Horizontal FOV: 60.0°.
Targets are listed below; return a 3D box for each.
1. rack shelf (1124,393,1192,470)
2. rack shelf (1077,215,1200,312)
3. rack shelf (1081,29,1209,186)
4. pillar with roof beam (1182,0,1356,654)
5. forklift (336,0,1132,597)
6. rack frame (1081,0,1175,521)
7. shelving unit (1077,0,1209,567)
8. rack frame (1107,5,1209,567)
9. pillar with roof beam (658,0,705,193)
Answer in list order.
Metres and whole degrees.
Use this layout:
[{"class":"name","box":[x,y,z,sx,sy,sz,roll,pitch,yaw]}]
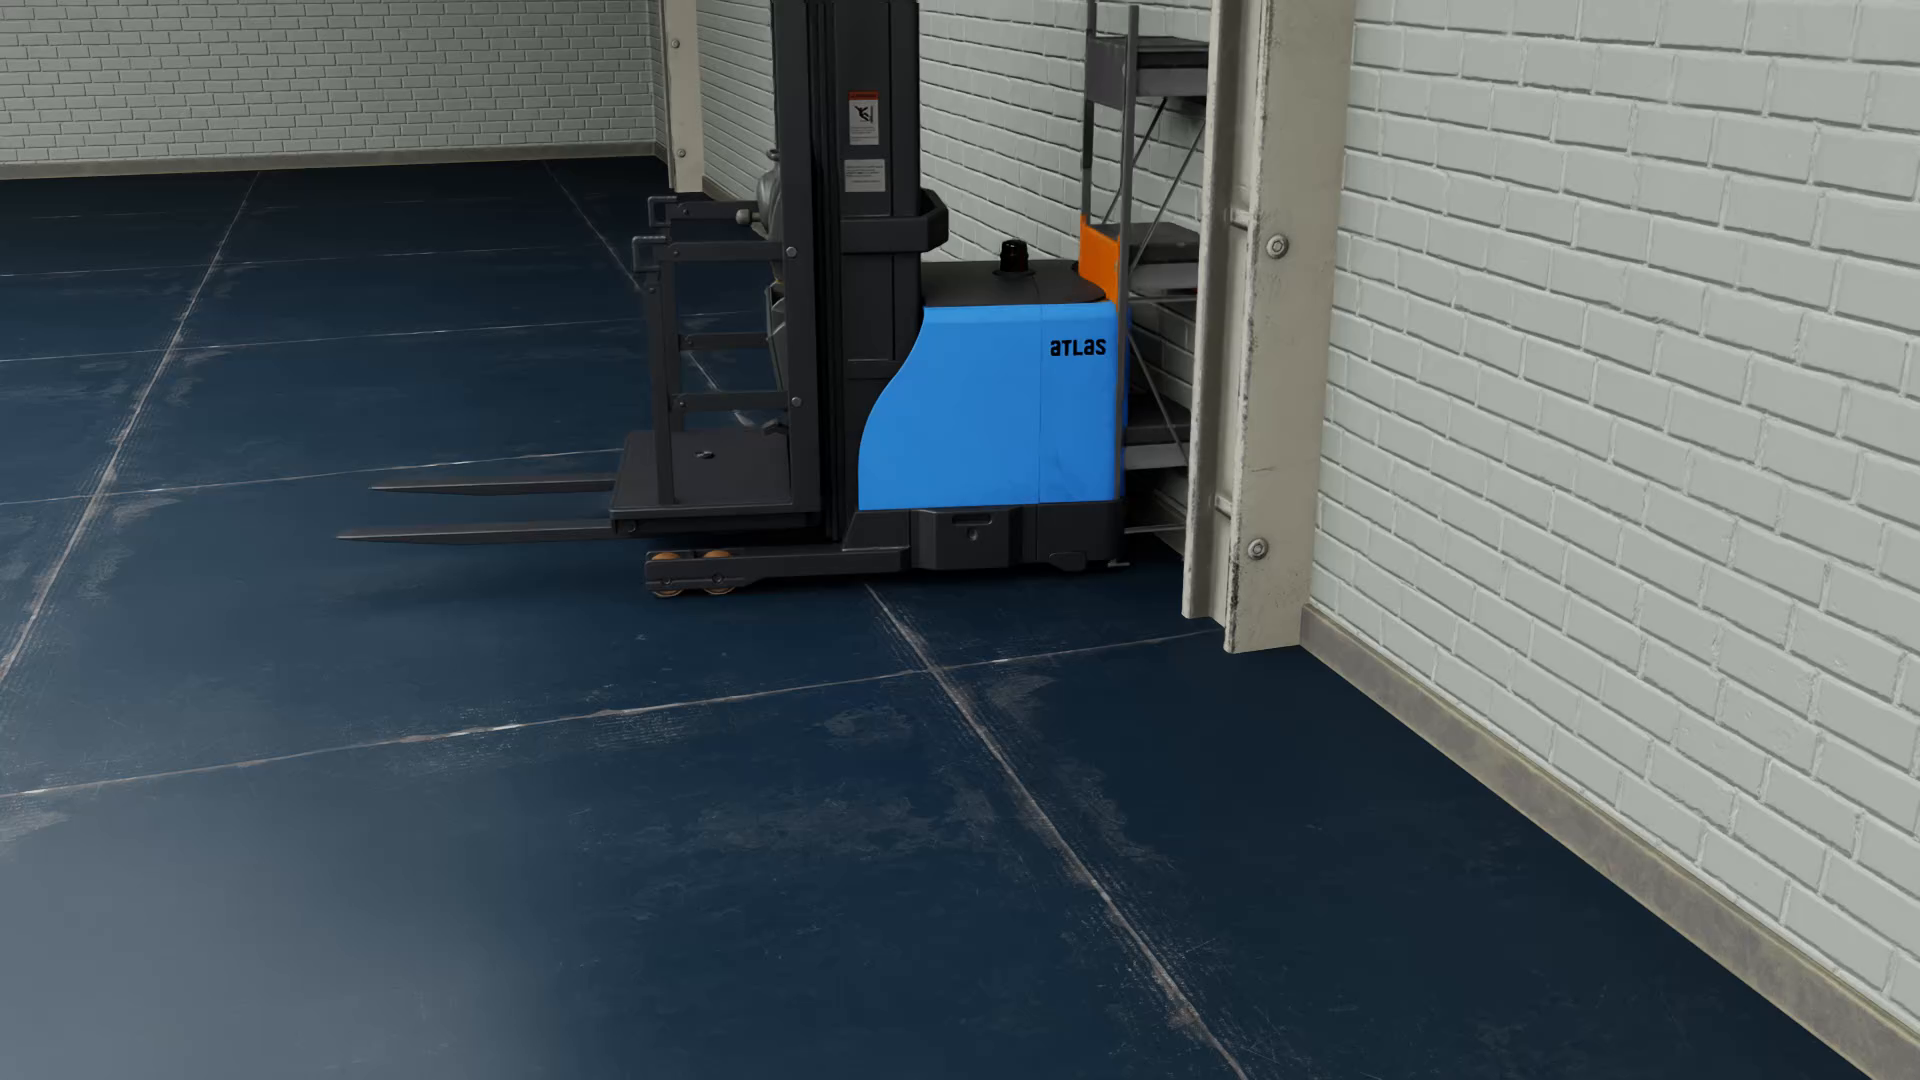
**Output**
[{"class":"rack shelf","box":[0.721,-0.308,6.675,0.431,0.518,0.480,-4,21,-12]},{"class":"rack shelf","box":[0.725,-0.964,6.433,0.431,0.518,0.480,-4,21,-12]},{"class":"rack shelf","box":[0.729,-1.621,6.190,0.431,0.518,0.480,-4,21,-12]},{"class":"pillar with roof beam","box":[-3.059,-3.460,3.236,9.100,9.000,0.400,-6,21,-17]},{"class":"forklift","box":[-0.894,-1.352,6.344,3.031,2.935,1.130,-2,20,-6]},{"class":"rack frame","box":[0.670,-1.060,6.651,0.400,2.100,0.015,-4,21,-12]},{"class":"shelving unit","box":[0.725,-0.977,6.428,0.431,2.100,0.503,-4,21,-12]},{"class":"rack frame","box":[0.780,-0.895,6.205,0.400,2.100,0.015,-4,21,-12]},{"class":"pillar with roof beam","box":[-6.831,-7.311,13.958,9.100,9.000,0.400,-6,21,-17]}]
